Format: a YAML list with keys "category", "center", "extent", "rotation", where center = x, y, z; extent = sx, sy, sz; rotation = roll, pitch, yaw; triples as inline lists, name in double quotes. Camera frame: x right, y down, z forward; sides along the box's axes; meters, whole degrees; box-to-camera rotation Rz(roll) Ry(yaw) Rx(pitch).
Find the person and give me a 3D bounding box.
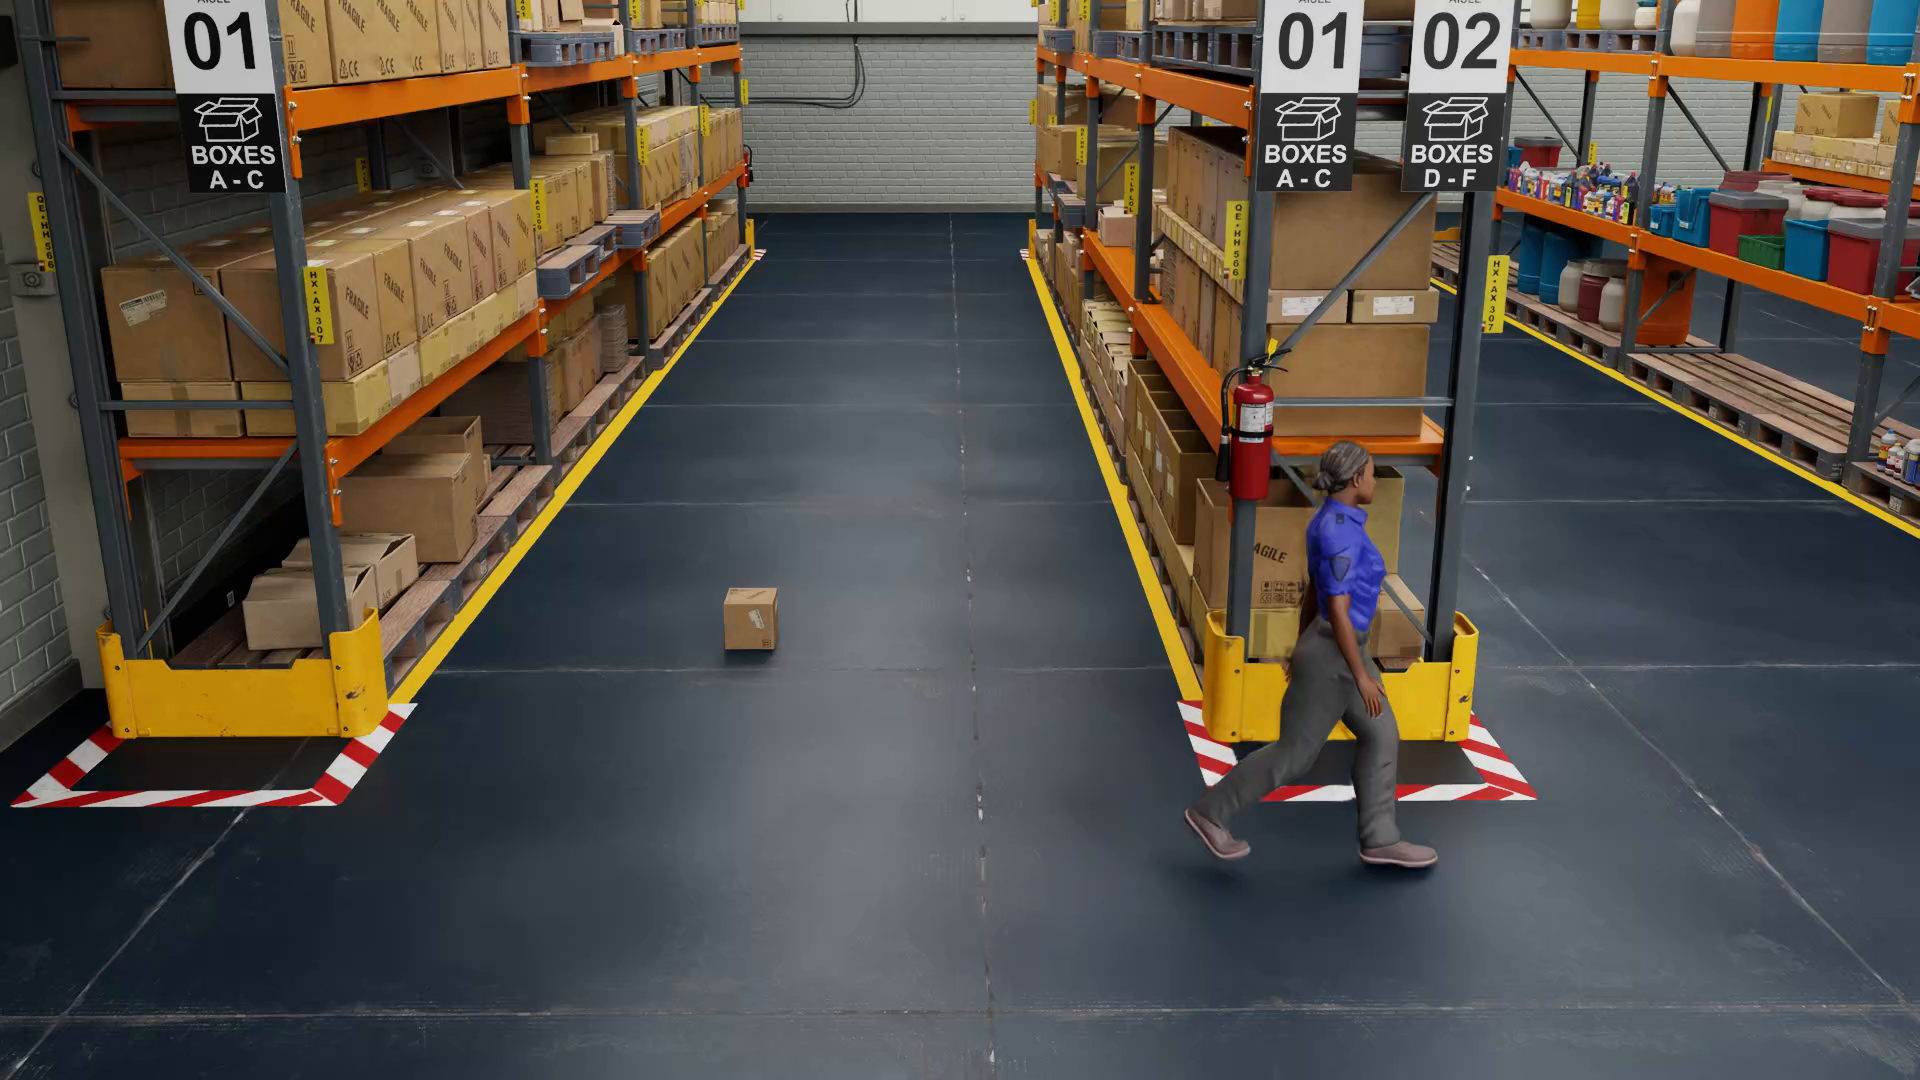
- category: "person"
  center: [1.336, 0.441, 6.137]
  extent: [0.955, 1.613, 0.524]
  rotation: [4, 18, 12]
